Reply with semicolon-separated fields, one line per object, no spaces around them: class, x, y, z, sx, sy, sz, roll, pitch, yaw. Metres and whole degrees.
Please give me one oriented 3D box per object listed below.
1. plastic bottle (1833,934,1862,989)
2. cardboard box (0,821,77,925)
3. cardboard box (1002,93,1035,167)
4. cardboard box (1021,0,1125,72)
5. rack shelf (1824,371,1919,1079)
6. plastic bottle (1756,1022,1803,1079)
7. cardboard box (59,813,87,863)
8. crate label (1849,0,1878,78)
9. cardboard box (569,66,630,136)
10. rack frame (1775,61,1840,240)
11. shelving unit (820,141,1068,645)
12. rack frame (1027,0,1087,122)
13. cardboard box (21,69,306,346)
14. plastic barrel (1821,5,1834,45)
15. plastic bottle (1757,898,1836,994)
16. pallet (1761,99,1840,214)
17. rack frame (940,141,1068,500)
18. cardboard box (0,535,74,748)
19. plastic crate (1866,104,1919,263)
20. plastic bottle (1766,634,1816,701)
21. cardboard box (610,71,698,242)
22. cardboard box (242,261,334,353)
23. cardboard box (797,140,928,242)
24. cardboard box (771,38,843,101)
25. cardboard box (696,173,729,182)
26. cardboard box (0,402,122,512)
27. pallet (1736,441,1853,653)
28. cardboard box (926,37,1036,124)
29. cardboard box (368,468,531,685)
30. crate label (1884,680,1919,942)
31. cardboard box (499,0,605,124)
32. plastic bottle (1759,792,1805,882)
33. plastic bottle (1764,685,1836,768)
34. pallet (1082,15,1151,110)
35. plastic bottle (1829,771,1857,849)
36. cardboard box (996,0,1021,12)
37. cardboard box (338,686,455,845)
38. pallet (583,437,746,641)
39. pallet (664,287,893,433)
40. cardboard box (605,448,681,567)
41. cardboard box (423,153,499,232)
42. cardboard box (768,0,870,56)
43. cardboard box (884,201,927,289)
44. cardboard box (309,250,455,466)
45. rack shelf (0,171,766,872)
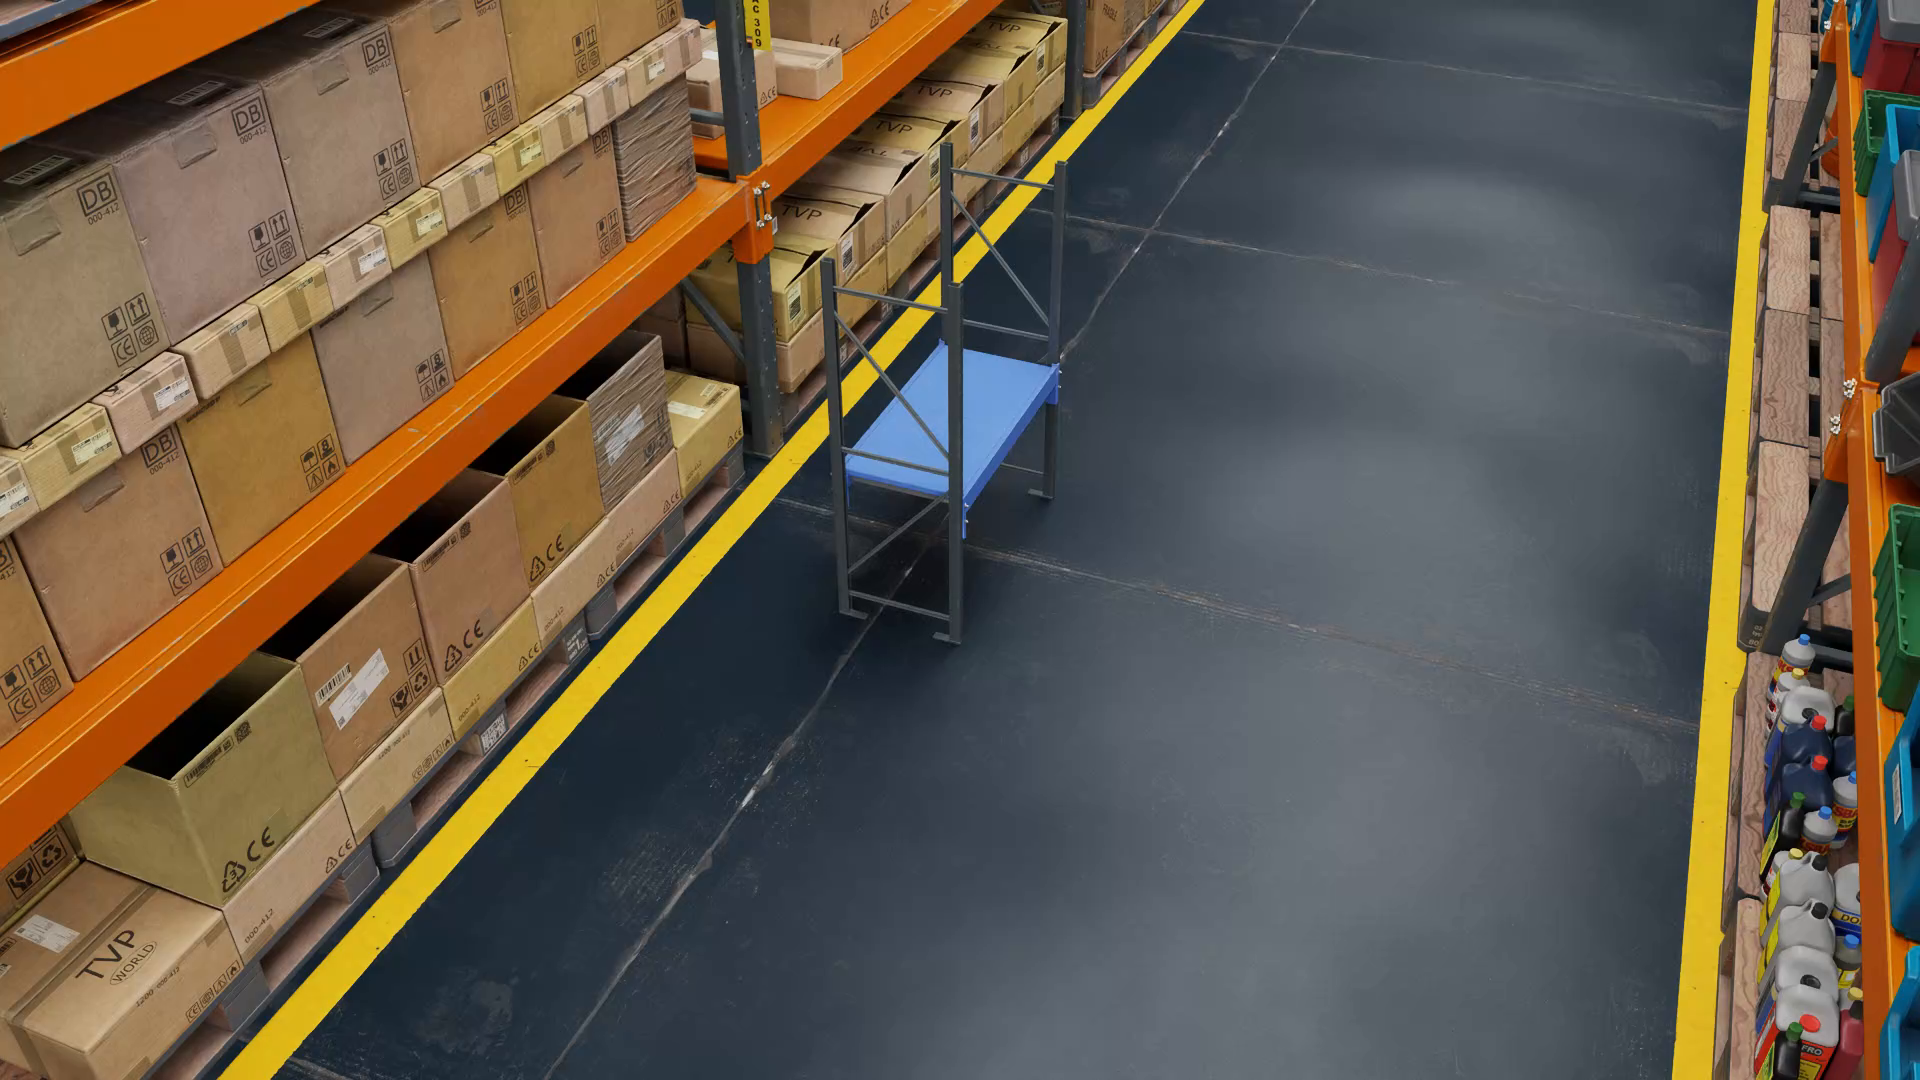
plastic bottle;2.455;1.179;4.637;0.097;0.201;0.097;0;37;0
cardboard box;-2.850;0.788;4.509;0.500;0.500;0.500;14;39;18
cardboard box;0.098;-2.343;9.325;0.500;0.250;0.500;13;39;17
cardboard box;0.702;-3.271;10.341;0.500;0.500;0.500;15;39;20
rack shelf;2.561;0.832;3.733;1.077;0.370;4.000;14;39;18
plastic bottle;2.121;1.377;4.304;0.061;0.283;0.133;15;39;19
cardboard box;-2.669;0.810;5.107;0.500;0.250;0.500;14;39;18
crate label;4.216;-2.304;7.298;0.502;0.435;0.616;14;39;18
cardboard box;-1.356;-1.513;5.643;0.380;0.149;0.250;13;39;16
rack frame;4.844;-2.778;7.962;1.000;3.000;0.127;14;39;18
shelving unit;-0.032;-0.554;6.238;0.538;1.500;1.048;14;39;18
rack frame;0.265;-3.909;9.474;1.000;3.000;0.127;14;39;18
cardboard box;-2.183;-0.896;4.276;0.700;0.500;0.500;14;39;18
plastic barrel;5.577;-3.183;10.231;0.421;0.512;0.421;0;37;0
plastic bottle;2.327;1.116;4.596;0.144;0.351;0.185;15;39;20
pallet;5.106;-2.108;9.393;1.003;0.211;1.213;14;39;18
rack frame;0.161;-0.835;6.614;0.500;1.500;0.032;14;39;18
cardboard box;-2.589;0.225;3.860;0.700;0.500;0.500;14;39;18
plastic crate;3.454;-1.239;5.916;0.392;0.384;0.575;14;39;18
plastic bottle;2.796;0.429;5.582;0.097;0.271;0.097;0;37;0
cardboard box;-1.420;-1.487;6.151;0.700;0.500;0.500;13;39;17
cardboard box;-1.942;-0.661;4.504;0.380;0.149;0.250;13;39;17
cardboard box;-0.478;-1.721;8.024;0.500;0.311;0.500;13;39;16
cardboard box;-0.731;-2.038;7.181;0.380;0.149;0.250;14;39;18
cardboard box;-1.176;-1.565;7.816;0.500;0.311;0.500;15;39;19
cardboard box;-2.236;-0.232;3.930;0.380;0.149;0.250;14;39;18
pallet;3.585;0.109;6.427;1.003;0.211;1.213;14;39;18
cardboard box;0.102;-2.565;9.154;0.500;0.311;0.500;13;39;17
cardboard box;-1.796;0.077;5.461;0.500;0.500;0.500;14;39;18
crate label;2.251;0.556;3.471;0.502;0.435;0.616;14;39;18
cardboard box;-1.611;-1.727;5.388;0.700;0.500;0.500;14;39;18
plastic bottle;2.458;0.887;4.960;0.061;0.283;0.133;16;40;20
plastic bottle;2.698;0.613;5.332;0.152;0.276;0.135;15;39;19
pallet;0.584;-3.197;10.851;1.003;0.211;1.213;14;39;18
plastic bottle;2.688;0.813;5.068;0.097;0.271;0.097;0;37;0
cardboard box;0.404;-3.655;10.855;0.500;0.500;0.500;15;39;20
cardboard box;-1.992;0.653;5.317;0.500;0.250;0.500;14;39;18
pallet;-1.598;-0.147;6.770;1.003;0.211;1.213;14;39;18
pallet;-1.013;-0.994;7.904;1.003;0.211;1.213;14;39;18
cardboard box;-1.431;-0.180;6.431;0.500;0.250;0.500;14;39;18
cardboard box;-1.647;-1.092;5.080;0.380;0.149;0.250;15;39;19
cardboard box;-0.749;-2.447;7.435;0.500;0.500;0.500;17;40;21
cardboard box;-0.484;-1.498;8.195;0.500;0.250;0.500;13;39;16
cardboard box;-2.003;-0.633;5.008;0.700;0.500;0.500;15;39;19
rack shelf;-2.018;-0.299;5.245;1.077;0.370;4.000;14;39;18
